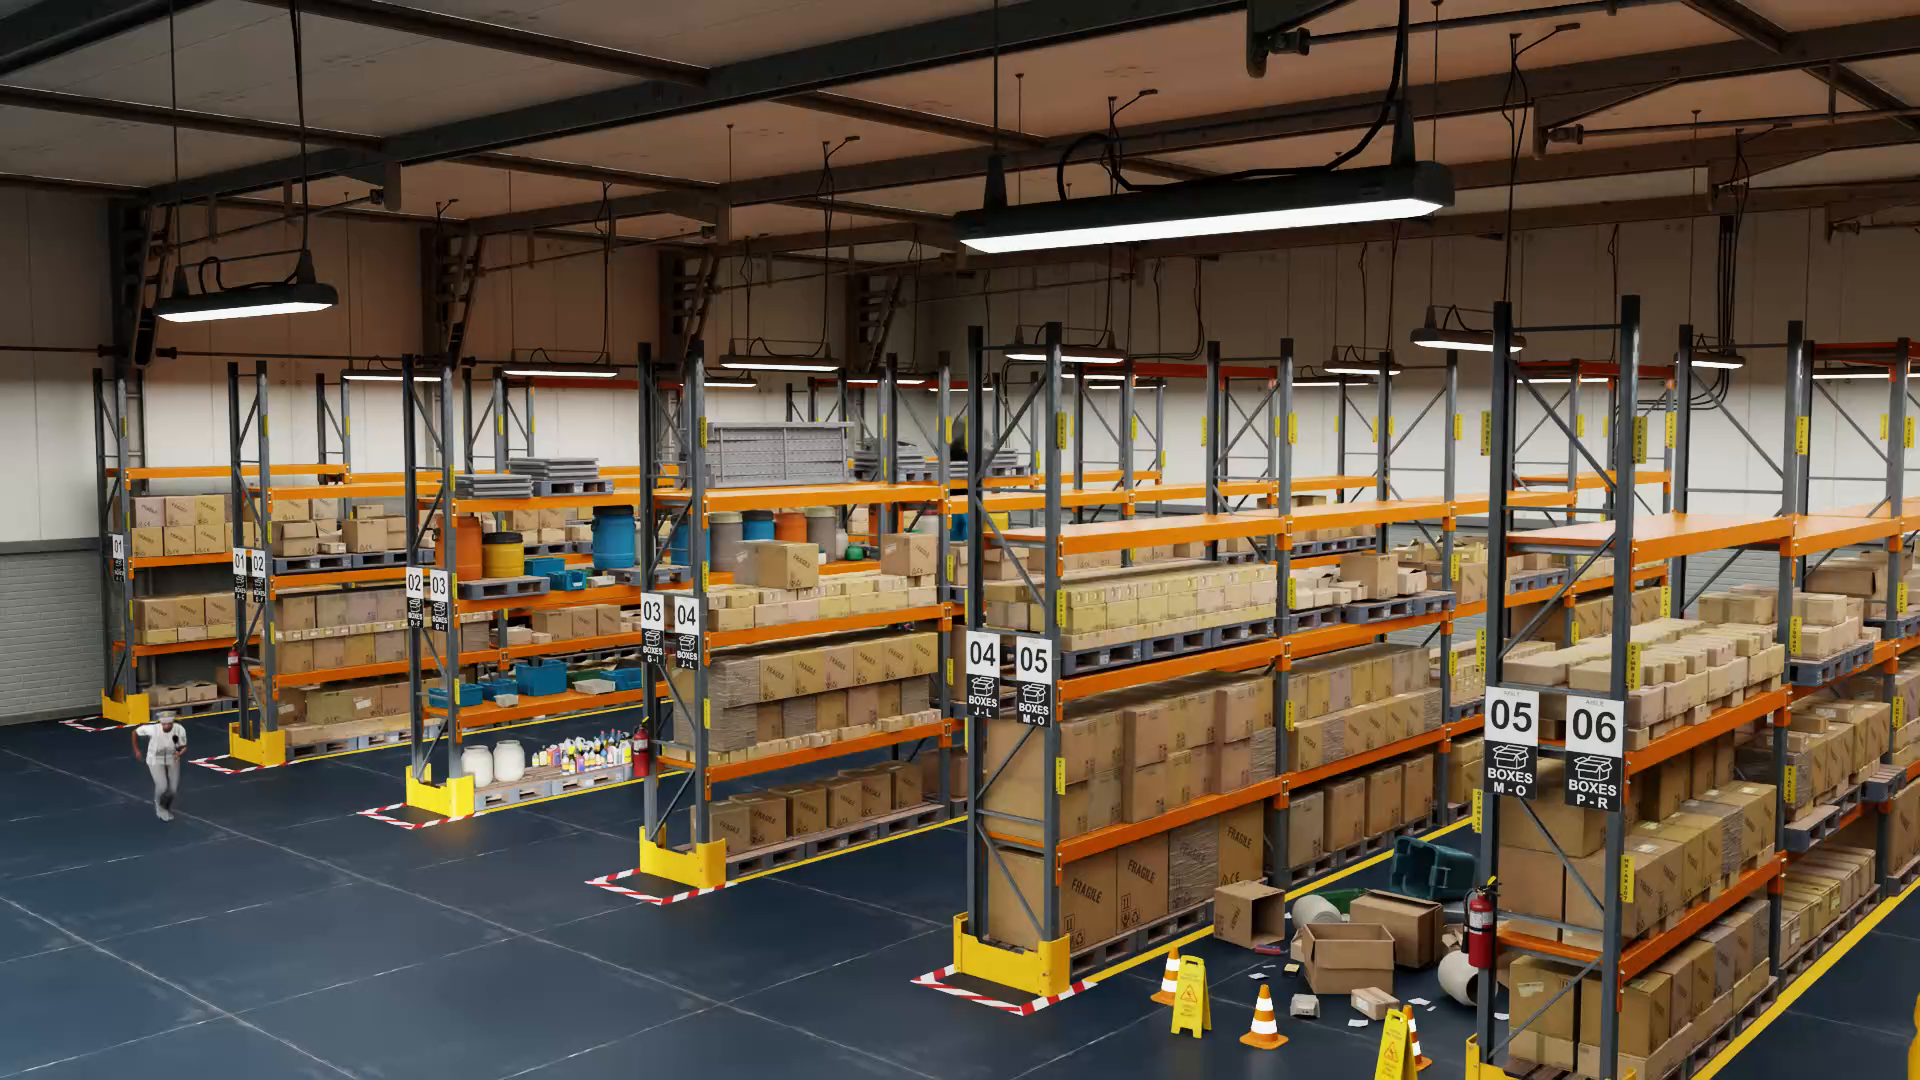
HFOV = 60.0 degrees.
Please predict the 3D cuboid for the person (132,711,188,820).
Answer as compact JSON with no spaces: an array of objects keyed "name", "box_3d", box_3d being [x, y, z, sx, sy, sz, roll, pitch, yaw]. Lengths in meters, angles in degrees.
[{"name":"person","box_3d":[-10.124,2.871,21.068,0.603,1.490,0.846,-3,5,-35]}]
